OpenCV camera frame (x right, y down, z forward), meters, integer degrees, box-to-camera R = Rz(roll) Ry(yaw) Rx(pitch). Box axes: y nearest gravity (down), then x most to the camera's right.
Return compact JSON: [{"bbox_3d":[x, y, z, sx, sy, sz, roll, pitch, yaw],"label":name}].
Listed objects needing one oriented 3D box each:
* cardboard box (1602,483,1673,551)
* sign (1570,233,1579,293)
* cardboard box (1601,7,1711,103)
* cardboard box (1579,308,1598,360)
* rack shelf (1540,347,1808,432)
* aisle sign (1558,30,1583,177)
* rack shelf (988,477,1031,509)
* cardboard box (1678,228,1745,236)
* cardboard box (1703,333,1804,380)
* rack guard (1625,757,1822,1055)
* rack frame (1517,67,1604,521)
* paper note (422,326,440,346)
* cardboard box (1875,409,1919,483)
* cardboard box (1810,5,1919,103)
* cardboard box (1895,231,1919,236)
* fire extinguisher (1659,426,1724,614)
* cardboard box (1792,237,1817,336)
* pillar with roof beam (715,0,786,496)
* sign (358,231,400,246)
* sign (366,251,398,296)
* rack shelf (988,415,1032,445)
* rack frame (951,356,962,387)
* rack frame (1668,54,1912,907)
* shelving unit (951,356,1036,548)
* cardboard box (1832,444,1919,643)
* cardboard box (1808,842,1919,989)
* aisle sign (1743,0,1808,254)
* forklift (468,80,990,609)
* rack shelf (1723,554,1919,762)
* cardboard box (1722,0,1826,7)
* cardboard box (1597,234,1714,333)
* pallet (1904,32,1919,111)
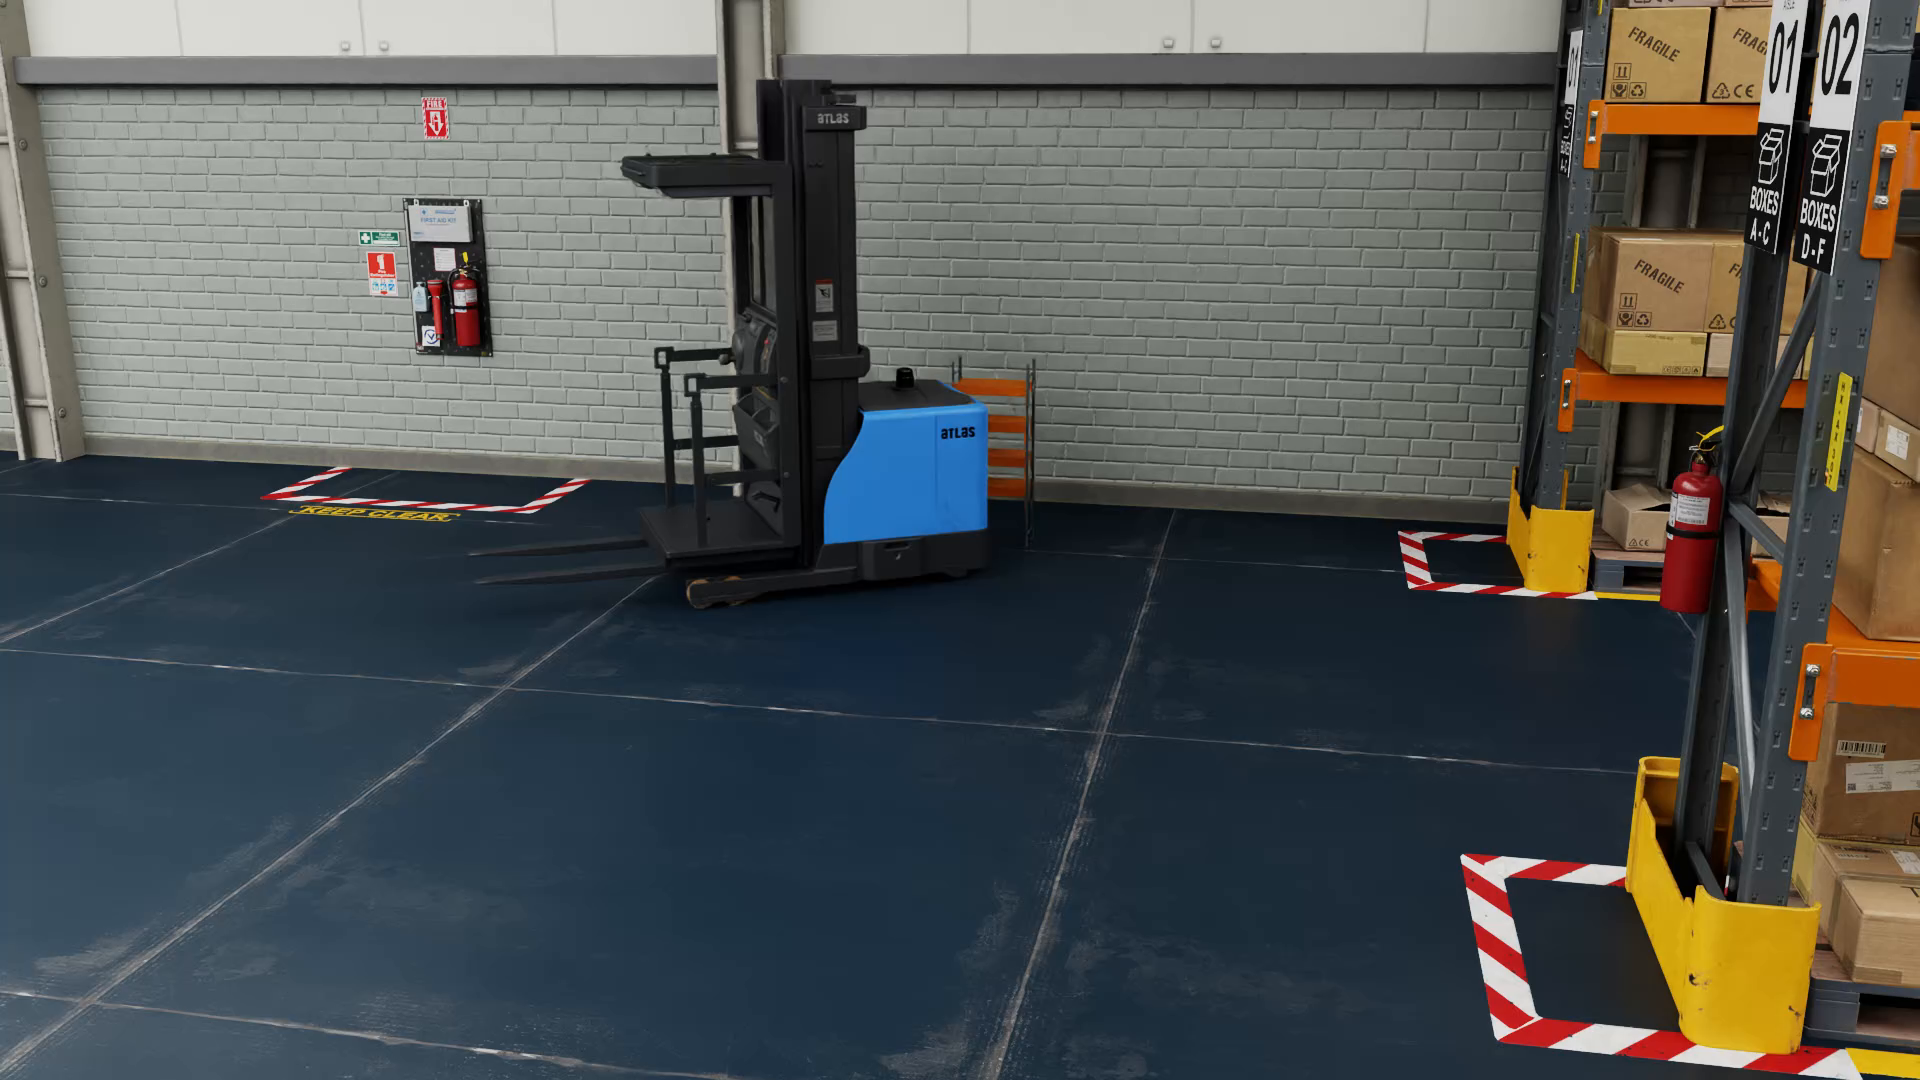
[{"bbox_3d":[4.246,-0.147,10.118,0.500,0.311,0.500,1,16,5],"label":"cardboard box"},{"bbox_3d":[3.478,-1.567,9.408,0.005,0.325,0.100,3,16,11],"label":"sign"},{"bbox_3d":[3.864,-2.712,9.319,0.500,0.500,0.500,4,16,13],"label":"cardboard box"},{"bbox_3d":[4.082,-1.255,10.146,0.500,0.250,0.500,3,16,12],"label":"cardboard box"},{"bbox_3d":[5.546,-0.838,9.748,4.000,0.370,1.077,3,16,11],"label":"rack shelf"},{"bbox_3d":[3.455,-2.470,9.419,0.004,0.787,0.394,3,16,11],"label":"aisle sign"},{"bbox_3d":[0.216,-0.317,10.885,0.480,0.148,0.258,3,16,12],"label":"rack shelf"},{"bbox_3d":[4.581,-1.592,9.957,0.500,0.500,0.500,3,16,12],"label":"cardboard box"},{"bbox_3d":[4.512,-1.096,9.573,0.500,0.250,0.500,3,16,9],"label":"cardboard box"},{"bbox_3d":[2.579,1.208,5.695,0.348,0.500,1.175,3,16,11],"label":"rack guard"},{"bbox_3d":[3.586,-1.292,10.036,0.127,3.000,1.000,3,16,11],"label":"rack frame"},{"bbox_3d":[-4.009,-1.544,12.598,0.142,0.148,0.016,3,16,11],"label":"paper note"},{"bbox_3d":[2.944,-0.279,4.978,0.250,0.149,0.380,3,16,11],"label":"cardboard box"},{"bbox_3d":[4.892,-2.647,9.086,0.500,0.500,0.500,4,16,14],"label":"cardboard box"},{"bbox_3d":[5.582,-1.538,9.765,0.500,0.500,0.500,3,16,12],"label":"cardboard box"},{"bbox_3d":[2.579,-0.086,5.829,0.183,0.674,0.296,3,16,11],"label":"fire extinguisher"},{"bbox_3d":[4.981,-1.428,9.368,0.500,0.500,0.500,3,16,9],"label":"cardboard box"},{"bbox_3d":[-2.293,-3.565,7.004,0.400,9.000,9.100,3,16,11],"label":"pillar with roof beam"},{"bbox_3d":[-4.368,-2.268,12.500,0.331,0.109,0.001,3,16,11],"label":"sign"},{"bbox_3d":[-4.371,-2.015,12.580,0.234,0.329,0.001,3,16,11],"label":"sign"},{"bbox_3d":[0.216,-0.724,10.772,0.480,0.148,0.258,3,16,12],"label":"rack shelf"},{"bbox_3d":[-0.022,-0.588,10.866,0.015,1.200,0.240,3,16,12],"label":"rack frame"},{"bbox_3d":[2.602,0.004,5.357,0.127,3.000,1.000,3,16,11],"label":"rack frame"},{"bbox_3d":[0.216,-0.573,10.814,0.503,1.200,0.258,3,16,12],"label":"shelving unit"},{"bbox_3d":[3.057,-0.016,5.242,0.500,0.500,0.700,3,16,11],"label":"cardboard box"},{"bbox_3d":[3.083,1.214,5.355,0.500,0.250,0.500,3,16,11],"label":"cardboard box"},{"bbox_3d":[2.596,-1.329,5.300,0.004,0.787,0.394,3,16,11],"label":"aisle sign"},{"bbox_3d":[-1.390,-1.176,9.747,3.031,2.935,1.130,-5,16,-19],"label":"forklift"},{"bbox_3d":[4.562,0.458,5.069,4.000,0.370,1.077,3,16,11],"label":"rack shelf"},{"bbox_3d":[4.396,-3.153,9.038,0.500,0.500,0.500,3,16,10],"label":"cardboard box"},{"bbox_3d":[3.994,-1.486,9.577,0.500,0.500,0.500,3,16,11],"label":"cardboard box"},{"bbox_3d":[3.290,-1.354,4.808,1.213,0.211,1.003,3,16,11],"label":"pallet"}]
